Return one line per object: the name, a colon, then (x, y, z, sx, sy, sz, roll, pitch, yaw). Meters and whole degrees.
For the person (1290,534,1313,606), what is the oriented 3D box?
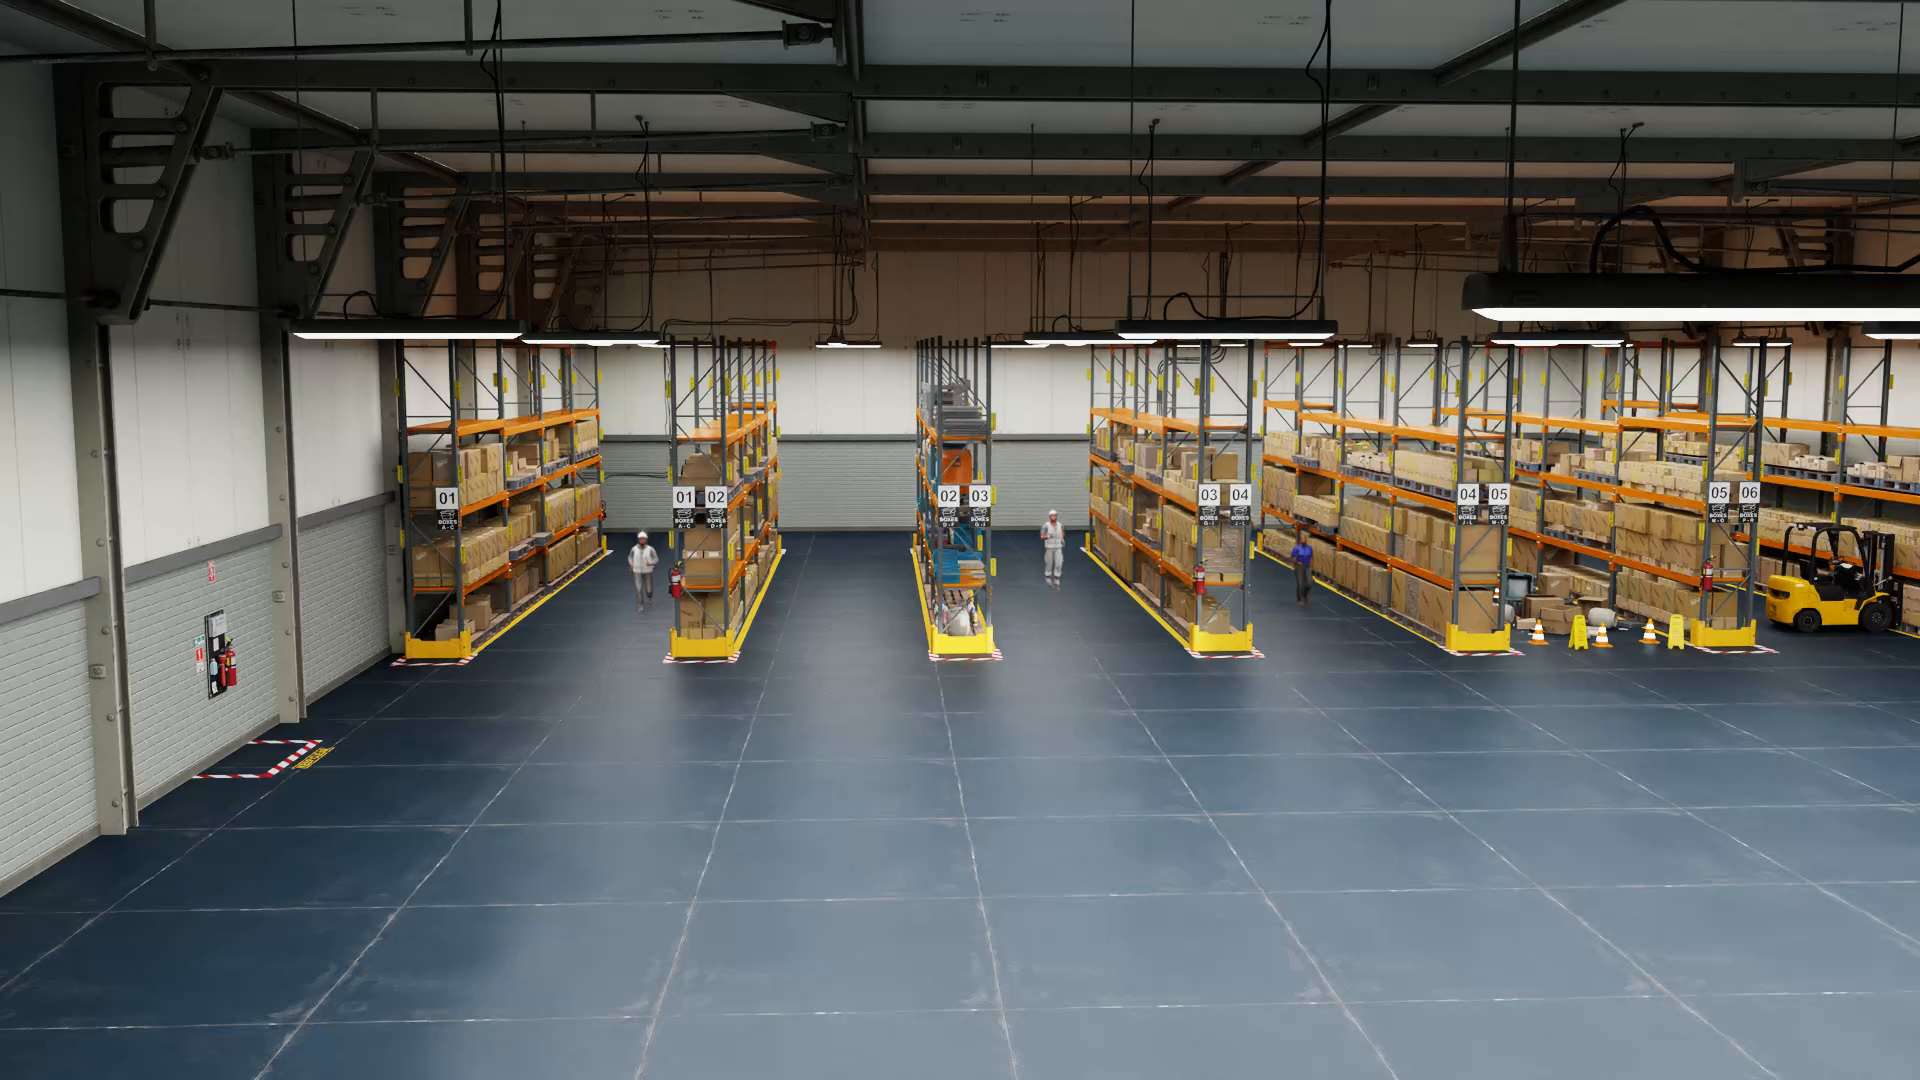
person: (7.697, 0.681, 37.286, 0.576, 1.619, 0.580, -1, 7, -6)

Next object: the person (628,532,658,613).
person: (-6.999, 0.700, 36.680, 0.678, 1.737, 0.786, 0, 7, -4)

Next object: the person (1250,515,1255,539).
person: (7.689, -0.192, 45.089, 0.609, 1.653, 0.668, -1, 7, -4)

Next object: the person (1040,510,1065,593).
person: (2.145, 0.254, 37.945, 0.632, 1.879, 0.687, -1, 7, -12)
